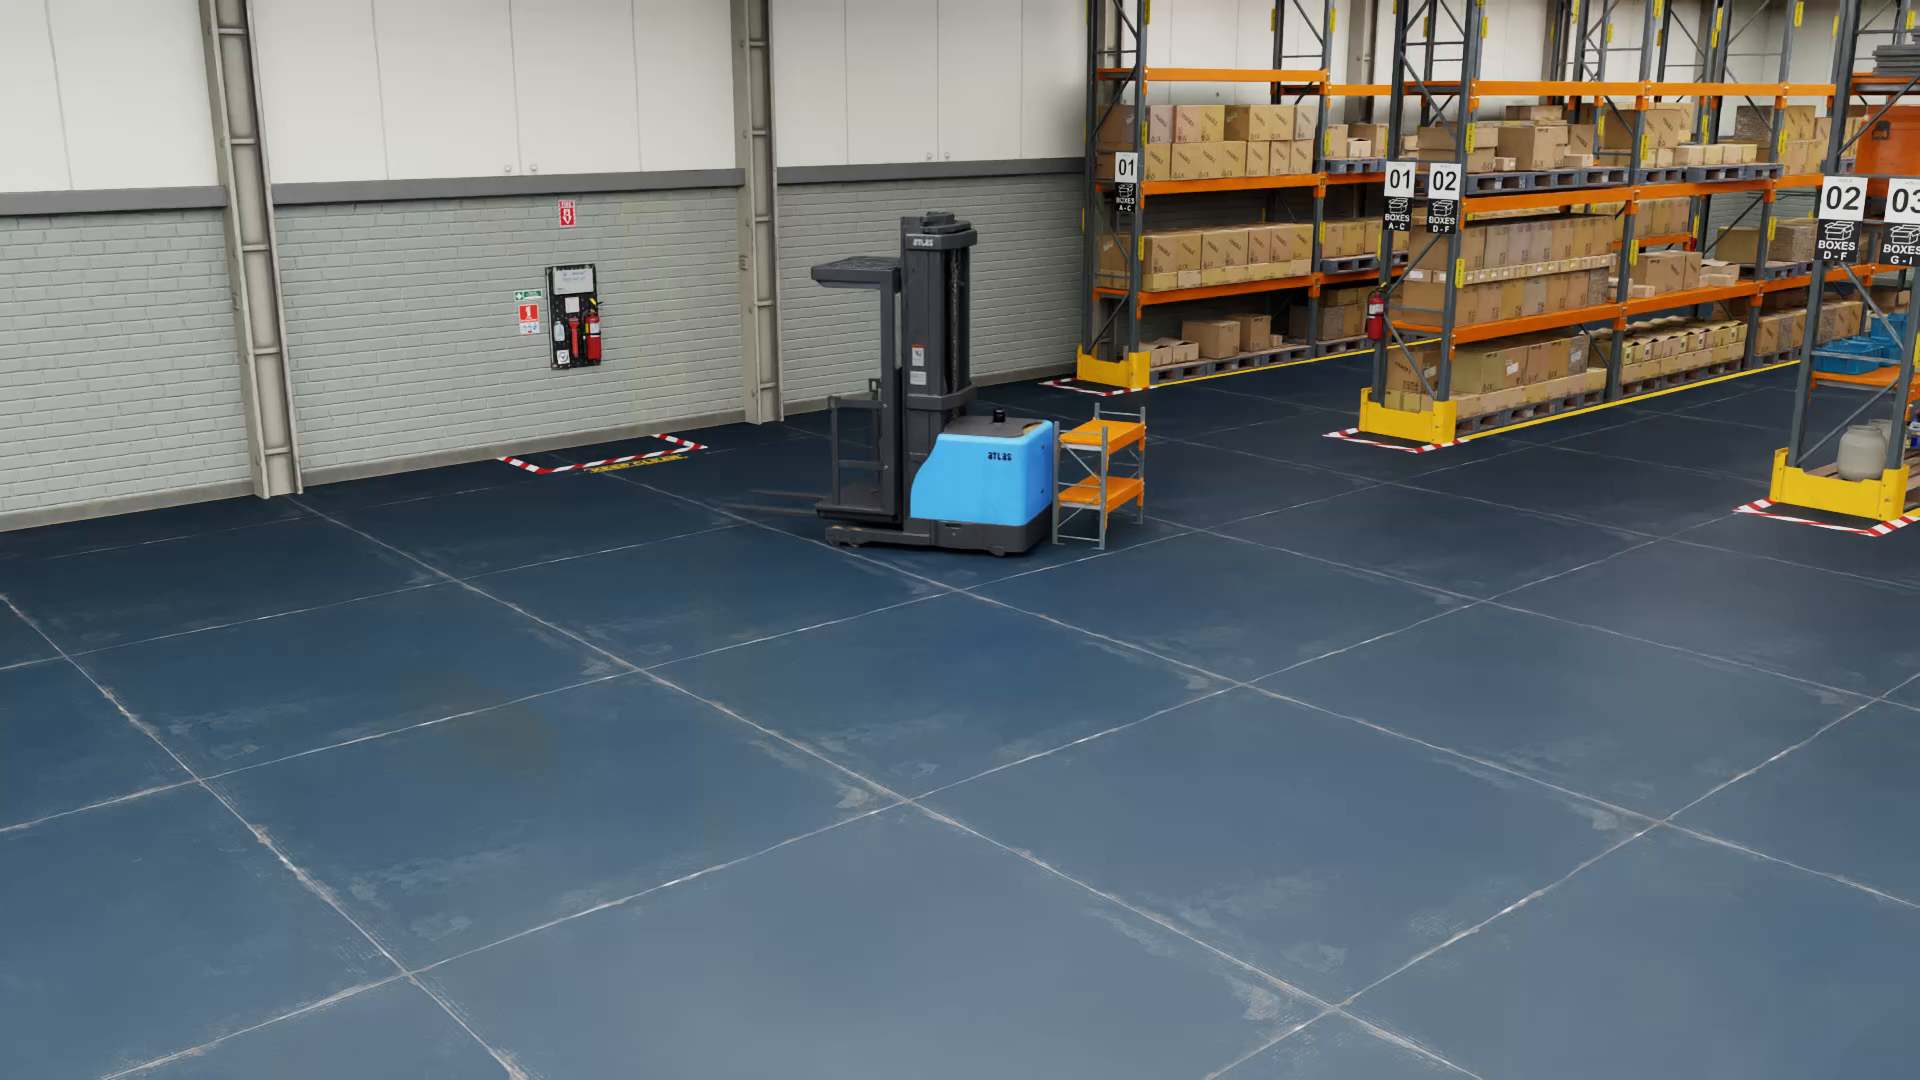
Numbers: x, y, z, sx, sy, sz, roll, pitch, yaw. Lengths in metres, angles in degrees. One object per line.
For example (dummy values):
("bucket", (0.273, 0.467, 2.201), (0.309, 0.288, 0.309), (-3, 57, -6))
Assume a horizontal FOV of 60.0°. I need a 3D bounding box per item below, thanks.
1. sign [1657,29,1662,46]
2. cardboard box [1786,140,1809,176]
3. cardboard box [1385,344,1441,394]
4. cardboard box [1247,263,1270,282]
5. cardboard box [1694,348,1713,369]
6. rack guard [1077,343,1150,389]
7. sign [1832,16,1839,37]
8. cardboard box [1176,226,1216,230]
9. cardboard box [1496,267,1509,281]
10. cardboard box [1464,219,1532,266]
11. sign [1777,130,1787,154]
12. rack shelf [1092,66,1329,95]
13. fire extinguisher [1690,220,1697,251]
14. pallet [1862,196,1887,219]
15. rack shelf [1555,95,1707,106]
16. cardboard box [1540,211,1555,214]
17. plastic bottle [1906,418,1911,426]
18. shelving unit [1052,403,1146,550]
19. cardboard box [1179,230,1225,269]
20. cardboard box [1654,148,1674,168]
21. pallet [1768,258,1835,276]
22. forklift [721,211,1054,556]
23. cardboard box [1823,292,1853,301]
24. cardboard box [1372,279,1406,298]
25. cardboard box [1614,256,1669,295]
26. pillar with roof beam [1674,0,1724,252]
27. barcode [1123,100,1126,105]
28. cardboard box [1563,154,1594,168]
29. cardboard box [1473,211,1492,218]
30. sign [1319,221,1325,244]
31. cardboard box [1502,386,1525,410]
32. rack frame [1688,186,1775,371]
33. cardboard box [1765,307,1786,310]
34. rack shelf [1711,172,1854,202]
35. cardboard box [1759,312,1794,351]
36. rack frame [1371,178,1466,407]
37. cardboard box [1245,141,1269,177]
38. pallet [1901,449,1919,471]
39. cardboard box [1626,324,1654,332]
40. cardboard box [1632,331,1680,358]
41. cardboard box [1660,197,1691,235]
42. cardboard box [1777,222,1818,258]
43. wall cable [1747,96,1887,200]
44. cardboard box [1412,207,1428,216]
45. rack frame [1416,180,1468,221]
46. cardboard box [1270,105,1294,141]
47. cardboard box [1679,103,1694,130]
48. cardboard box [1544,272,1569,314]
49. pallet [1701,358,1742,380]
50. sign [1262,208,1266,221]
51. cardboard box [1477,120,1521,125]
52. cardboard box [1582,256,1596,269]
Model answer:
("sign", (13.821, -9.918, 32.827), (0.005, 0.325, 0.100), (-13, 19, -39))
("cardboard box", (12.092, -5.728, 24.877), (0.500, 0.500, 0.910), (-13, 19, -39))
("cardboard box", (5.574, -2.094, 20.339), (0.500, 0.500, 0.500), (-13, 19, -39))
("cardboard box", (4.219, -3.977, 24.579), (0.500, 0.250, 0.500), (-13, 20, -40))
("cardboard box", (10.396, -2.629, 23.795), (0.500, 0.250, 0.500), (-12, 19, -38))
("rack guard", (2.168, -2.478, 23.557), (0.348, 0.500, 1.175), (-13, 19, -39))
("sign", (14.075, -8.238, 26.691), (0.005, 0.325, 0.100), (-13, 19, -39))
("cardboard box", (3.480, -4.350, 24.523), (0.500, 0.500, 0.500), (-12, 19, -39))
("cardboard box", (6.381, -3.225, 20.059), (0.250, 0.149, 0.380), (-13, 20, -40))
("cardboard box", (6.539, -3.645, 20.376), (0.500, 0.500, 0.700), (-13, 19, -39))
("sign", (11.758, -5.692, 23.778), (0.005, 0.325, 0.100), (-13, 19, -39))
("rack shelf", (3.619, -6.561, 23.774), (4.000, 0.370, 1.077), (-13, 19, -39))
("fire extinguisher", (14.597, -6.101, 33.151), (0.183, 0.674, 0.296), (-13, 19, -39))
("pallet", (9.302, -3.223, 16.057), (1.213, 0.211, 1.003), (-13, 19, -39))
("rack shelf", (12.672, -8.402, 31.436), (4.000, 0.370, 1.077), (-13, 19, -39))
("cardboard box", (10.217, -5.608, 29.623), (0.500, 0.500, 0.500), (-13, 19, -39))
("plastic bottle", (10.456, -1.214, 18.393), (0.133, 0.283, 0.061), (-12, 19, -37))
("shelving unit", (1.288, -0.605, 15.335), (0.538, 1.125, 1.048), (7, 16, 24))
("cardboard box", (3.441, -4.162, 23.819), (0.500, 0.500, 0.500), (-13, 20, -41))
("cardboard box", (9.266, -5.162, 22.428), (0.500, 0.250, 0.500), (14, 20, 42))
("pallet", (12.864, -4.302, 25.914), (1.213, 0.211, 1.003), (-13, 19, -39))
("forklift", (-0.707, -1.483, 15.121), (3.031, 2.935, 1.130), (5, 16, 18))
("cardboard box", (14.661, -3.898, 28.023), (0.500, 0.500, 0.500), (-13, 19, -39))
("cardboard box", (7.165, -4.178, 27.619), (0.500, 0.250, 0.500), (-12, 19, -38))
("cardboard box", (9.370, -3.651, 22.912), (0.500, 0.500, 0.500), (-11, 18, -35))
("pillar with roof beam", (18.476, -9.069, 31.765), (0.400, 9.000, 9.100), (-13, 19, -39))
("barcode", (2.318, -6.161, 23.395), (0.075, 0.075, 0.001), (-13, 19, -39))
("cardboard box", (7.652, -4.727, 20.724), (0.250, 0.149, 0.380), (-13, 19, -39))
("cardboard box", (8.679, -5.623, 28.228), (0.500, 0.250, 0.500), (-12, 19, -38))
("sign", (5.490, -4.664, 25.221), (0.005, 0.325, 0.100), (-13, 19, -39))
("cardboard box", (6.668, -1.801, 20.694), (0.500, 0.250, 0.500), (-13, 19, -39))
("rack frame", (11.400, -4.064, 24.652), (0.127, 3.000, 1.000), (-13, 19, -39))
("cardboard box", (12.734, -3.451, 26.347), (0.500, 0.500, 0.500), (-14, 20, -41))
("rack shelf", (12.909, -5.504, 25.626), (4.000, 0.370, 1.077), (-13, 19, -39))
("cardboard box", (12.322, -3.180, 25.334), (0.500, 0.500, 0.500), (-14, 20, -41))
("rack frame", (5.365, -2.709, 19.578), (0.127, 3.000, 1.000), (-13, 19, -39))
("cardboard box", (4.126, -5.539, 24.130), (0.500, 0.500, 0.500), (-14, 20, -41))
("pallet", (10.177, -0.761, 17.689), (1.213, 0.211, 1.003), (-13, 19, -39))
("cardboard box", (9.648, -2.914, 23.775), (0.500, 0.311, 0.500), (-13, 20, -40))
("cardboard box", (9.629, -2.725, 23.067), (0.500, 0.311, 0.500), (-14, 20, -41))
("cardboard box", (13.802, -6.440, 32.964), (0.700, 0.700, 0.980), (-12, 19, -37))
("cardboard box", (13.125, -4.682, 25.956), (0.700, 0.500, 0.500), (10, 18, 33))
("wall cable", (18.682, -8.670, 36.287), (0.112, 2.526, 3.097), (-13, 19, -39))
("cardboard box", (7.672, -5.480, 27.651), (0.380, 0.149, 0.250), (12, 19, 38))
("rack frame", (8.146, -5.028, 28.260), (0.127, 3.000, 1.000), (-13, 19, -39))
("cardboard box", (4.519, -6.107, 24.319), (0.500, 0.500, 0.500), (-11, 19, -36))
("cardboard box", (13.808, -8.196, 32.139), (0.500, 0.500, 0.500), (-13, 20, -40))
("cardboard box", (7.277, -3.183, 21.162), (0.500, 0.500, 0.700), (-12, 19, -39))
("pallet", (10.754, -2.585, 24.518), (1.213, 0.211, 1.003), (-13, 19, -39))
("sign", (4.761, -5.017, 25.976), (0.005, 0.325, 0.100), (-13, 19, -39))
("cardboard box", (9.265, -7.022, 28.869), (0.500, 0.500, 0.700), (-11, 19, -37))
("cardboard box", (7.934, -3.574, 21.367), (0.250, 0.149, 0.380), (-13, 20, -41))
